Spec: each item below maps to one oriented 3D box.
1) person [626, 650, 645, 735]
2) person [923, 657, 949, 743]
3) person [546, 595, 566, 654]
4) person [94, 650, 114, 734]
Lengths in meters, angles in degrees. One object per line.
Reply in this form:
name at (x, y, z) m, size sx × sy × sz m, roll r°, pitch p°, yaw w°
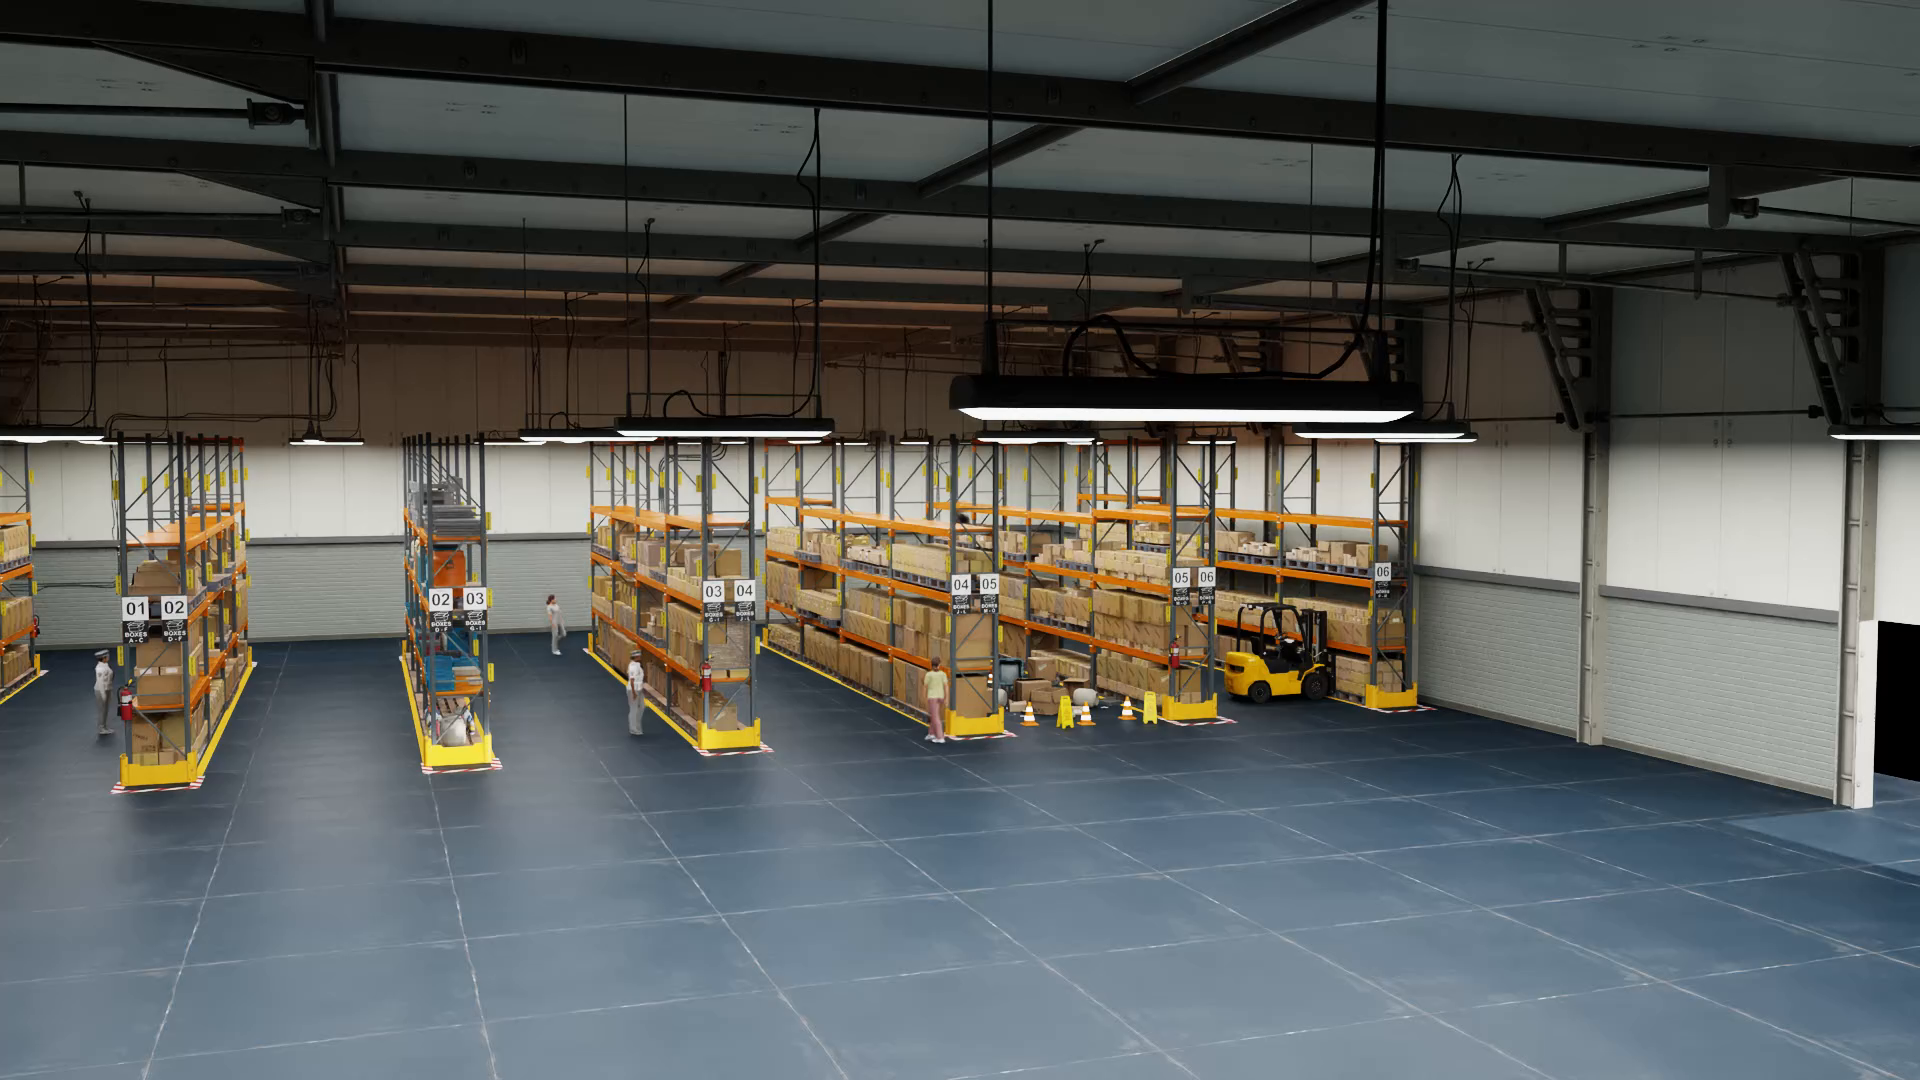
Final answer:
person at (-6.514, 3.073, 33.362) m, size 0.350 × 1.751 × 0.534 m, roll 0°, pitch 3°, yaw 4°
person at (-0.527, 3.092, 32.301) m, size 0.412 × 1.661 × 0.804 m, roll -2°, pitch 4°, yaw -34°
person at (-11.244, 2.342, 46.273) m, size 0.497 × 1.661 × 0.539 m, roll 2°, pitch 4°, yaw 27°
person at (-17.132, 3.036, 33.275) m, size 0.353 × 1.691 × 0.525 m, roll 0°, pitch 3°, yaw -3°
